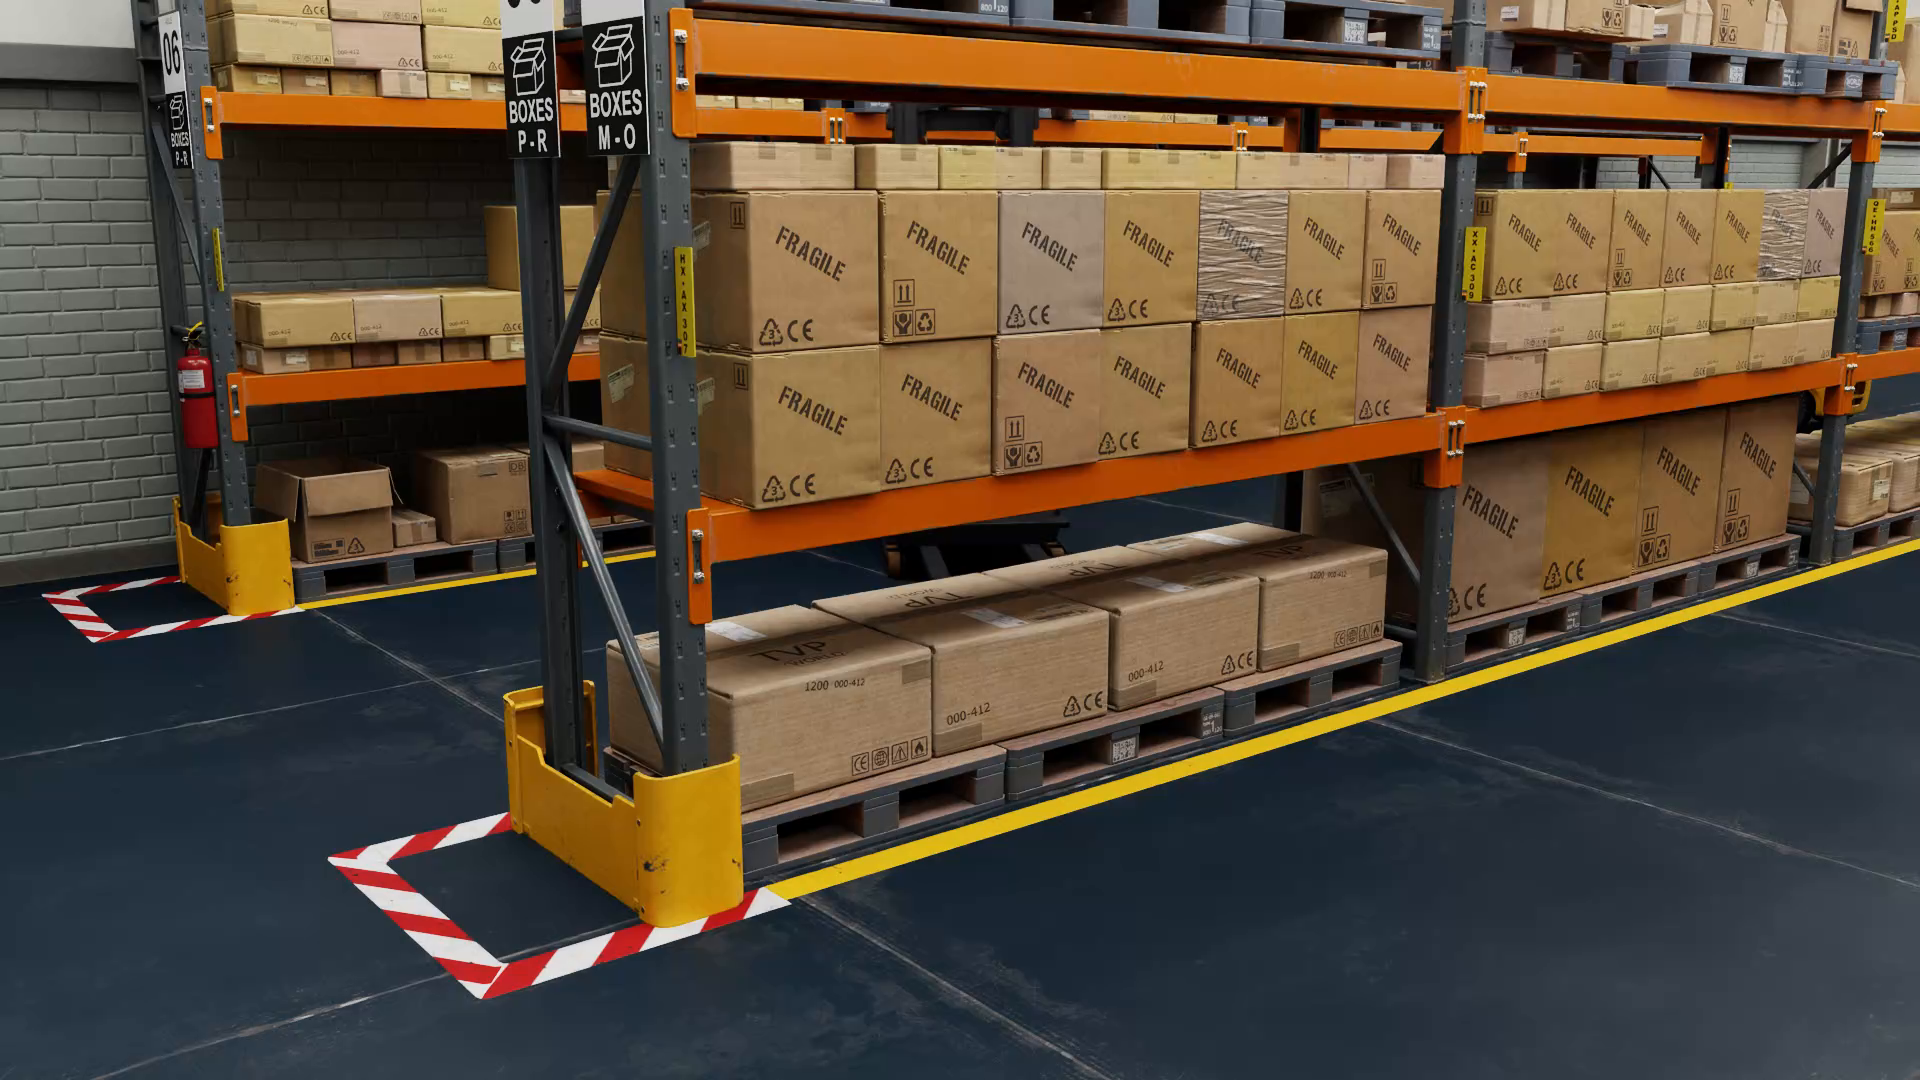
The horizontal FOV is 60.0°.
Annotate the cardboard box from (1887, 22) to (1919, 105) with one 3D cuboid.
[{"bbox_3d":[5.824,-3.020,10.668,0.500,0.500,0.700,-9,15,-38],"label":"cardboard box"}]

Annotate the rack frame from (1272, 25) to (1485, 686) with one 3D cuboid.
[{"bbox_3d":[1.954,-0.864,7.974,0.127,3.000,1.000,-9,15,-38],"label":"rack frame"}]

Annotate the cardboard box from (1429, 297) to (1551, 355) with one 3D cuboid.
[{"bbox_3d":[2.474,-1.046,7.991,0.500,0.250,0.500,-10,16,-39],"label":"cardboard box"}]

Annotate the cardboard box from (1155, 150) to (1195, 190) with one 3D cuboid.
[{"bbox_3d":[0.692,-1.437,6.467,0.250,0.149,0.380,-9,15,-38],"label":"cardboard box"}]

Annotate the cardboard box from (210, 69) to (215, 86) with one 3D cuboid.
[{"bbox_3d":[-4.168,-2.573,9.406,0.250,0.149,0.380,-9,15,-36],"label":"cardboard box"}]

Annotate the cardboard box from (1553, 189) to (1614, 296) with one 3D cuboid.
[{"bbox_3d":[2.857,-1.483,8.241,0.500,0.500,0.500,-10,15,-38],"label":"cardboard box"}]

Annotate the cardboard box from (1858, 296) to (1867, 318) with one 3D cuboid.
[{"bbox_3d":[5.448,-1.477,10.457,0.250,0.149,0.380,-11,16,-41],"label":"cardboard box"}]

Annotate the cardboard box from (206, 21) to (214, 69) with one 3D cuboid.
[{"bbox_3d":[-4.096,-2.790,9.472,0.500,0.250,0.500,-10,15,-39],"label":"cardboard box"}]

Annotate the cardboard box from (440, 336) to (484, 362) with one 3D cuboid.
[{"bbox_3d":[-3.052,-1.163,9.988,0.250,0.149,0.380,-9,15,-37],"label":"cardboard box"}]

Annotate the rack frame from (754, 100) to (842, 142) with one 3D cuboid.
[{"bbox_3d":[-1.149,-1.668,11.763,0.127,3.000,1.000,-9,15,-38],"label":"rack frame"}]

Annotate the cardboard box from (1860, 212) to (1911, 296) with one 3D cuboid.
[{"bbox_3d":[5.574,-1.803,10.432,0.500,0.500,0.500,-10,16,-39],"label":"cardboard box"}]

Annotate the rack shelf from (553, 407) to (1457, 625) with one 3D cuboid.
[{"bbox_3d":[0.393,-0.252,6.827,4.000,0.370,1.077,-9,15,-38],"label":"rack shelf"}]

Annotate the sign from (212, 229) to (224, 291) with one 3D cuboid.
[{"bbox_3d":[-3.934,-1.485,8.814,0.005,0.325,0.100,-9,15,-38],"label":"sign"}]

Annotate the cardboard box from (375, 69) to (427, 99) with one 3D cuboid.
[{"bbox_3d":[-3.221,-2.582,9.448,0.250,0.149,0.380,-9,15,-36],"label":"cardboard box"}]

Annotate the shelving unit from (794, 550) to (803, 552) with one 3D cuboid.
[{"bbox_3d":[-1.140,-0.560,10.878,0.258,1.200,0.503,0,12,-1],"label":"shelving unit"}]

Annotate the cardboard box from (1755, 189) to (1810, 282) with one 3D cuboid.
[{"bbox_3d":[4.442,-1.743,9.469,0.500,0.500,0.500,-9,15,-37],"label":"cardboard box"}]

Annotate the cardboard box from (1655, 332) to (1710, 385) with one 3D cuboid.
[{"bbox_3d":[3.672,-0.999,8.974,0.500,0.250,0.500,-10,15,-39],"label":"cardboard box"}]

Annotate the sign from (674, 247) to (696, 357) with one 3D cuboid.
[{"bbox_3d":[-0.827,-0.716,5.004,0.005,0.325,0.100,-9,15,-38],"label":"sign"}]

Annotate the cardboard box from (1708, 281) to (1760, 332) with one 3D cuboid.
[{"bbox_3d":[4.073,-1.313,9.247,0.500,0.250,0.500,-10,16,-39],"label":"cardboard box"}]

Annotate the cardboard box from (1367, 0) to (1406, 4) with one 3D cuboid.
[{"bbox_3d":[1.655,-2.385,6.988,0.258,0.266,0.396,-9,15,-36],"label":"cardboard box"}]

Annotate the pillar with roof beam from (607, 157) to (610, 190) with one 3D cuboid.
[{"bbox_3d":[0.433,-3.960,8.115,0.400,9.000,9.100,-9,15,-38],"label":"pillar with roof beam"}]

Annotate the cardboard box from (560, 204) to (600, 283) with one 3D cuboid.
[{"bbox_3d":[-2.479,-1.957,10.963,0.500,0.500,0.500,-10,16,-39],"label":"cardboard box"}]

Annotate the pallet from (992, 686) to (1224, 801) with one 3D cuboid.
[{"bbox_3d":[0.358,0.746,7.109,1.213,0.211,1.003,-9,15,-38],"label":"pallet"}]

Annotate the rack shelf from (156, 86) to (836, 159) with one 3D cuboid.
[{"bbox_3d":[-2.711,-2.524,10.304,4.000,0.370,1.077,-9,15,-38],"label":"rack shelf"}]

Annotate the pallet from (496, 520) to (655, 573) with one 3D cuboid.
[{"bbox_3d":[-2.640,-0.056,10.884,1.213,0.211,1.003,-9,15,-38],"label":"pallet"}]

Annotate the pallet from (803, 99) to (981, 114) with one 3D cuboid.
[{"bbox_3d":[-0.596,-3.117,11.816,1.003,0.211,1.213,-9,15,-38],"label":"pallet"}]

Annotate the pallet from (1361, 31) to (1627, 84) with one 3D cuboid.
[{"bbox_3d":[2.639,-2.364,8.280,1.217,0.209,0.805,-10,16,-40],"label":"pallet"}]

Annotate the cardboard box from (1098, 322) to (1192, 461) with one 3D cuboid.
[{"bbox_3d":[0.552,-0.610,6.540,0.500,0.500,0.500,-9,15,-36],"label":"cardboard box"}]

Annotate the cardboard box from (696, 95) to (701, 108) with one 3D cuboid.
[{"bbox_3d":[-1.849,-2.822,10.581,0.250,0.149,0.380,-10,15,-38],"label":"cardboard box"}]

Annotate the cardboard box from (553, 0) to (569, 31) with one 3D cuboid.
[{"bbox_3d":[-2.585,-3.148,9.952,0.500,0.250,0.500,-9,15,-36],"label":"cardboard box"}]

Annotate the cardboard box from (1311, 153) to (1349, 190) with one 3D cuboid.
[{"bbox_3d":[1.438,-1.580,7.138,0.250,0.149,0.380,-9,15,-38],"label":"cardboard box"}]

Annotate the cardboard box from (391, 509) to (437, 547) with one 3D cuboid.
[{"bbox_3d":[-3.380,-0.073,10.103,0.250,0.149,0.380,-10,16,-40],"label":"cardboard box"}]

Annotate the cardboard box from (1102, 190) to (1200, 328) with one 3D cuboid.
[{"bbox_3d":[0.569,-1.100,6.438,0.500,0.500,0.500,-9,15,-37],"label":"cardboard box"}]

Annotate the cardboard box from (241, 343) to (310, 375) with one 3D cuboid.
[{"bbox_3d":[-3.845,-1.024,9.336,0.250,0.149,0.380,-10,15,-38],"label":"cardboard box"}]

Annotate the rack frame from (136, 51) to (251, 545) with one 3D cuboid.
[{"bbox_3d":[-4.273,-1.149,9.319,0.127,3.000,1.000,-9,15,-38],"label":"rack frame"}]

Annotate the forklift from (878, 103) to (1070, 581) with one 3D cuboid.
[{"bbox_3d":[0.069,-1.278,10.089,1.130,2.935,3.031,-1,12,-6],"label":"forklift"}]

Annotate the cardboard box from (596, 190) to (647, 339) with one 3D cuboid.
[{"bbox_3d":[-0.941,-0.984,5.892,0.500,0.500,0.500,-9,15,-36],"label":"cardboard box"}]

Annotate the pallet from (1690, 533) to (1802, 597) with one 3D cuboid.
[{"bbox_3d":[4.415,0.072,10.284,1.213,0.211,1.003,-9,15,-38],"label":"pallet"}]

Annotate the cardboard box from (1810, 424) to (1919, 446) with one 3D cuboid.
[{"bbox_3d":[6.692,-0.569,11.901,0.625,0.372,0.950,-9,15,-36],"label":"cardboard box"}]

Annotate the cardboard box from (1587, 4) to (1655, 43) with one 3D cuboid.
[{"bbox_3d":[3.161,-2.529,8.149,0.250,0.166,0.380,-11,16,-41],"label":"cardboard box"}]

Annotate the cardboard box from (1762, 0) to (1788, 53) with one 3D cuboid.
[{"bbox_3d":[4.221,-2.754,8.968,0.258,0.266,0.396,-10,16,-39],"label":"cardboard box"}]

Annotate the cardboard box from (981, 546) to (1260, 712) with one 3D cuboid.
[{"bbox_3d":[0.698,0.365,7.347,0.875,0.438,0.875,-10,16,-39],"label":"cardboard box"}]

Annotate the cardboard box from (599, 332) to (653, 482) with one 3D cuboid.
[{"bbox_3d":[-0.958,-0.499,6.016,0.500,0.500,0.500,-9,15,-37],"label":"cardboard box"}]

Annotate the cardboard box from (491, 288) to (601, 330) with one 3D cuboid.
[{"bbox_3d":[-2.577,-1.438,10.324,0.500,0.250,0.500,-10,16,-39],"label":"cardboard box"}]

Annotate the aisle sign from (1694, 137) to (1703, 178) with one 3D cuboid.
[{"bbox_3d":[8.456,-4.458,18.642,0.004,0.787,0.394,-9,15,-38],"label":"aisle sign"}]

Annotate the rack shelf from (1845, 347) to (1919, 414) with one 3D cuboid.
[{"bbox_3d":[6.639,-1.290,11.715,4.000,0.370,1.077,-9,15,-38],"label":"rack shelf"}]

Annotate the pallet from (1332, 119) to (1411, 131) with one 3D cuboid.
[{"bbox_3d":[3.319,-3.810,15.084,1.213,0.211,1.003,-9,15,-35],"label":"pallet"}]

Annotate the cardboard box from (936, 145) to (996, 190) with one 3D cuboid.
[{"bbox_3d":[-0.090,-1.299,5.814,0.250,0.149,0.380,-10,16,-39],"label":"cardboard box"}]

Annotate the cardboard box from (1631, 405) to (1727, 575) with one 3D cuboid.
[{"bbox_3d":[3.787,-0.357,9.695,0.875,0.875,0.875,-9,15,-37],"label":"cardboard box"}]

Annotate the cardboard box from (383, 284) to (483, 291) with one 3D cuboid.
[{"bbox_3d":[-3.286,-1.454,10.400,0.500,0.250,0.500,-9,15,-36],"label":"cardboard box"}]

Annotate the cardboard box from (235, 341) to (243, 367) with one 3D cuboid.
[{"bbox_3d":[-4.182,-1.113,9.752,0.250,0.149,0.380,-10,15,-38],"label":"cardboard box"}]
